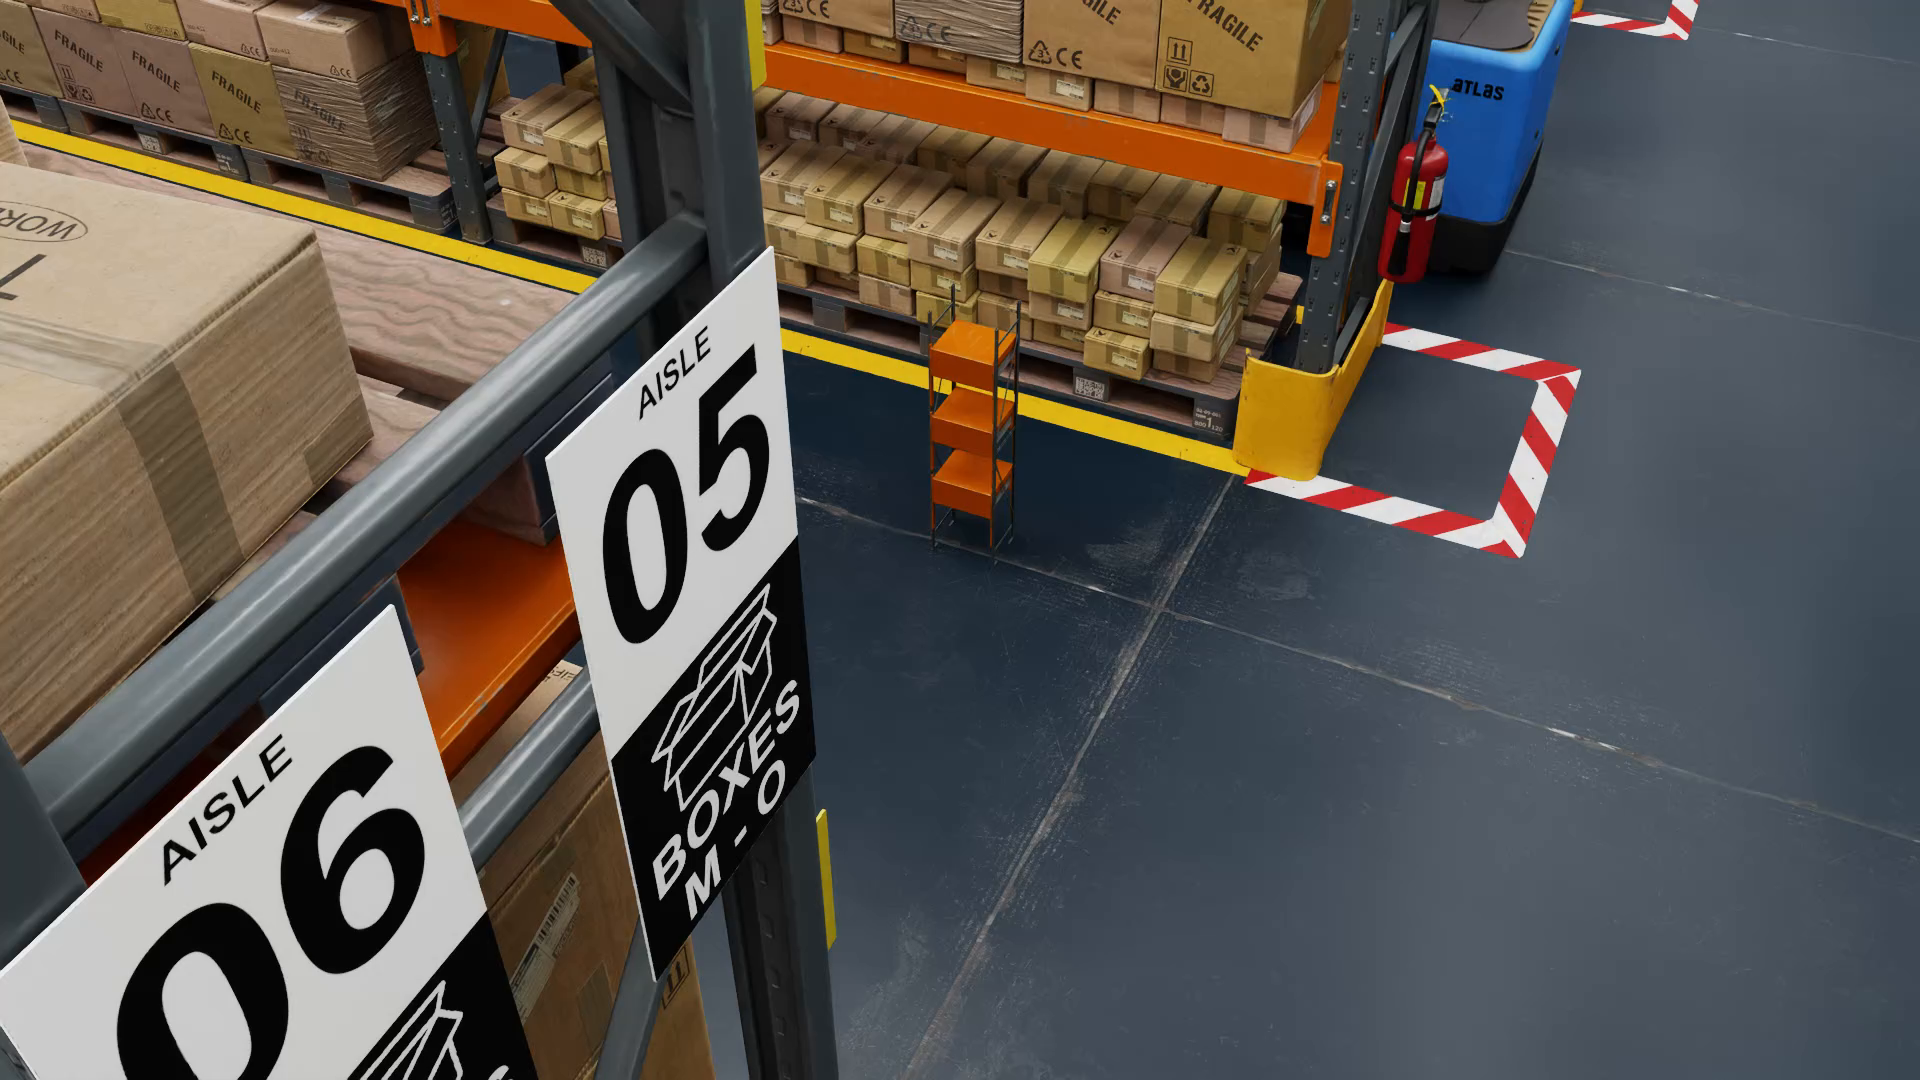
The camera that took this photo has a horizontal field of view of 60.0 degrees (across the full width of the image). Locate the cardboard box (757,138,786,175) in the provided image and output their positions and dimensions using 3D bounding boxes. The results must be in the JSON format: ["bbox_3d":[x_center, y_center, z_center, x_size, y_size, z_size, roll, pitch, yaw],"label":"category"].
[{"bbox_3d":[-0.949,-1.588,7.193,0.250,0.149,0.380,18,44,20],"label":"cardboard box"}]

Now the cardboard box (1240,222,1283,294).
[{"bbox_3d":[1.169,-1.213,6.988,0.250,0.149,0.380,19,44,20],"label":"cardboard box"}]

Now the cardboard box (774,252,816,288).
[{"bbox_3d":[-0.703,-1.284,7.298,0.250,0.149,0.380,16,43,17],"label":"cardboard box"}]

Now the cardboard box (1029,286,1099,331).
[{"bbox_3d":[0.464,-1.035,6.783,0.250,0.149,0.380,15,43,17],"label":"cardboard box"}]

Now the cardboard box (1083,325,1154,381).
[{"bbox_3d":[0.694,-0.836,6.781,0.250,0.149,0.380,18,44,20],"label":"cardboard box"}]

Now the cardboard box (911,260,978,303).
[{"bbox_3d":[-0.010,-1.171,6.940,0.250,0.149,0.380,18,44,19],"label":"cardboard box"}]

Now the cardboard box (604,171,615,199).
[{"bbox_3d":[-1.393,-1.670,7.516,0.250,0.149,0.380,17,44,18],"label":"cardboard box"}]

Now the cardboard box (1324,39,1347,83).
[{"bbox_3d":[1.380,-1.911,6.357,0.250,0.149,0.380,17,44,18],"label":"cardboard box"}]

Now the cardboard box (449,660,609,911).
[{"bbox_3d":[-0.671,0.321,2.255,0.250,0.149,0.380,18,44,20],"label":"cardboard box"}]

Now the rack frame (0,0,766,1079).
[{"bbox_3d":[-0.466,-1.023,0.560,0.127,3.000,1.000,17,44,19],"label":"rack frame"}]

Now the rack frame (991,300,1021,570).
[{"bbox_3d":[0.159,-0.348,5.850,0.008,1.050,0.200,17,44,19],"label":"rack frame"}]

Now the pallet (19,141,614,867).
[{"bbox_3d":[-1.143,-0.055,1.801,1.213,0.211,1.003,17,44,19],"label":"pallet"}]

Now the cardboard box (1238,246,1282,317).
[{"bbox_3d":[1.196,-1.138,7.129,0.250,0.149,0.380,18,44,19],"label":"cardboard box"}]

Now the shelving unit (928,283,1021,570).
[{"bbox_3d":[0.048,-0.382,5.889,0.252,1.050,0.215,17,44,19],"label":"shelving unit"}]

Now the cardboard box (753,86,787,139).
[{"bbox_3d":[-0.978,-1.962,7.625,0.250,0.149,0.380,18,44,20],"label":"cardboard box"}]

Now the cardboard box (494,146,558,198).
[{"bbox_3d":[-1.897,-1.733,7.588,0.250,0.149,0.380,19,44,21],"label":"cardboard box"}]

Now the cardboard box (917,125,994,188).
[{"bbox_3d":[0.003,-1.728,7.355,0.250,0.149,0.380,18,44,19],"label":"cardboard box"}]

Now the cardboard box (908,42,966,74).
[{"bbox_3d":[-0.010,-1.959,6.411,0.250,0.149,0.380,15,43,17],"label":"cardboard box"}]

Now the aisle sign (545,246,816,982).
[{"bbox_3d":[-0.278,0.110,1.849,0.004,0.787,0.394,17,44,19],"label":"aisle sign"}]

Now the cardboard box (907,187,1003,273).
[{"bbox_3d":[-0.019,-1.275,6.833,0.250,0.149,0.380,19,44,20],"label":"cardboard box"}]

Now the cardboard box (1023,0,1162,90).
[{"bbox_3d":[0.554,-1.989,5.952,0.500,0.500,0.500,16,44,18],"label":"cardboard box"}]

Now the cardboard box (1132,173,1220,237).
[{"bbox_3d":[0.903,-1.380,6.954,0.250,0.149,0.380,18,44,19],"label":"cardboard box"}]

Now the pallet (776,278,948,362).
[{"bbox_3d":[-0.357,-1.274,7.559,1.213,0.211,1.003,17,44,19],"label":"pallet"}]

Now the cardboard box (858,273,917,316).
[{"bbox_3d":[-0.235,-1.142,7.134,0.250,0.149,0.380,18,44,19],"label":"cardboard box"}]

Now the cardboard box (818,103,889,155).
[{"bbox_3d":[-0.444,-1.874,7.524,0.250,0.149,0.380,16,43,17],"label":"cardboard box"}]

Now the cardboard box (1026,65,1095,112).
[{"bbox_3d":[0.436,-1.758,6.180,0.250,0.149,0.380,18,44,20],"label":"cardboard box"}]

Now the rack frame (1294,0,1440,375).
[{"bbox_3d":[1.535,-1.722,5.946,0.127,3.000,1.000,17,44,19],"label":"rack frame"}]

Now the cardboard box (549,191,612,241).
[{"bbox_3d":[-1.655,-1.546,7.599,0.250,0.149,0.380,18,44,20],"label":"cardboard box"}]

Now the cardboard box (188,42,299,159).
[{"bbox_3d":[-3.332,-2.241,8.134,0.500,0.500,0.500,16,43,18],"label":"cardboard box"}]

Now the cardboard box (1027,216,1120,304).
[{"bbox_3d":[0.456,-1.124,6.659,0.250,0.149,0.380,16,43,18],"label":"cardboard box"}]

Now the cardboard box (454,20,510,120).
[{"bbox_3d":[-2.647,-2.406,8.323,0.500,0.500,0.500,19,44,20],"label":"cardboard box"}]

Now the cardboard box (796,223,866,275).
[{"bbox_3d":[-0.496,-1.313,7.103,0.250,0.149,0.380,17,44,19],"label":"cardboard box"}]

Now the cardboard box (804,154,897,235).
[{"bbox_3d":[-0.460,-1.470,7.057,0.250,0.149,0.380,17,44,19],"label":"cardboard box"}]

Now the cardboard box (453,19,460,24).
[{"bbox_3d":[-2.648,-2.689,8.077,0.500,0.250,0.500,15,43,17],"label":"cardboard box"}]

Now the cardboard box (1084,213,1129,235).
[{"bbox_3d":[0.685,-1.338,7.132,0.250,0.149,0.380,18,44,19],"label":"cardboard box"}]

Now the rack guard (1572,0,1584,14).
[{"bbox_3d":[3.745,-3.687,10.122,0.348,0.500,1.175,17,44,19],"label":"rack guard"}]

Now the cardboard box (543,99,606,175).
[{"bbox_3d":[-1.641,-1.806,7.445,0.250,0.149,0.380,19,44,21],"label":"cardboard box"}]

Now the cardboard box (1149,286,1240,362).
[{"bbox_3d":[0.936,-0.893,6.618,0.250,0.149,0.380,16,43,18],"label":"cardboard box"}]

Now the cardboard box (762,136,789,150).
[{"bbox_3d":[-0.744,-1.807,7.673,0.250,0.149,0.380,18,44,20],"label":"cardboard box"}]

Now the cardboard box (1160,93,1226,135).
[{"bbox_3d":[0.911,-1.641,6.045,0.250,0.149,0.380,17,44,19],"label":"cardboard box"}]

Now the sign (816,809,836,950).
[{"bbox_3d":[-0.226,0.559,2.593,0.005,0.325,0.100,17,44,19],"label":"sign"}]

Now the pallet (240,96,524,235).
[{"bbox_3d":[-2.796,-1.991,8.385,1.213,0.211,1.003,17,44,19],"label":"pallet"}]

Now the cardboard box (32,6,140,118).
[{"bbox_3d":[-4.257,-2.528,8.464,0.500,0.500,0.500,16,43,18],"label":"cardboard box"}]

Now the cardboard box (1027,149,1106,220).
[{"bbox_3d":[0.469,-1.545,7.144,0.250,0.149,0.380,15,43,17],"label":"cardboard box"}]

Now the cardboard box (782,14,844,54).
[{"bbox_3d":[-0.495,-2.079,6.551,0.250,0.149,0.380,19,44,20],"label":"cardboard box"}]

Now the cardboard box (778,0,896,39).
[{"bbox_3d":[-0.357,-2.268,6.273,0.500,0.500,0.500,19,44,21],"label":"cardboard box"}]

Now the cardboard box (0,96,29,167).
[{"bbox_3d":[-1.355,-0.429,1.959,0.250,0.149,0.380,19,44,20],"label":"cardboard box"}]

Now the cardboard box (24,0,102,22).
[{"bbox_3d":[-4.290,-2.815,8.223,0.500,0.250,0.500,17,44,19],"label":"cardboard box"}]

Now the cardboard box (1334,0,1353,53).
[{"bbox_3d":[1.245,-2.160,6.149,0.500,0.500,0.500,19,44,21],"label":"cardboard box"}]

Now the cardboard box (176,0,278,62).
[{"bbox_3d":[-3.332,-2.534,7.898,0.500,0.250,0.500,19,44,21],"label":"cardboard box"}]

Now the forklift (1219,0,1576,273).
[{"bbox_3d":[1.265,-2.991,7.463,3.031,2.935,1.130,18,44,19],"label":"forklift"}]

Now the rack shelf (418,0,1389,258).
[{"bbox_3d":[-0.277,-2.004,6.821,4.000,0.370,1.077,17,44,19],"label":"rack shelf"}]

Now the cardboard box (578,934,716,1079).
[{"bbox_3d":[-0.780,0.903,2.842,0.500,0.500,0.500,17,44,18],"label":"cardboard box"}]

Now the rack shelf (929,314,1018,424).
[{"bbox_3d":[0.048,-0.588,5.710,0.240,0.259,0.215,17,44,19],"label":"rack shelf"}]

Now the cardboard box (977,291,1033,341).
[{"bbox_3d":[0.262,-1.021,6.994,0.250,0.149,0.380,17,44,19],"label":"cardboard box"}]

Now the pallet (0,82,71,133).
[{"bbox_3d":[-5.007,-2.666,9.165,1.213,0.211,1.003,17,44,19],"label":"pallet"}]

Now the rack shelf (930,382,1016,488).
[{"bbox_3d":[0.048,-0.374,5.896,0.240,0.259,0.215,17,44,19],"label":"rack shelf"}]

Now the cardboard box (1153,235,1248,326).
[{"bbox_3d":[0.948,-1.024,6.543,0.250,0.149,0.380,17,44,19],"label":"cardboard box"}]
